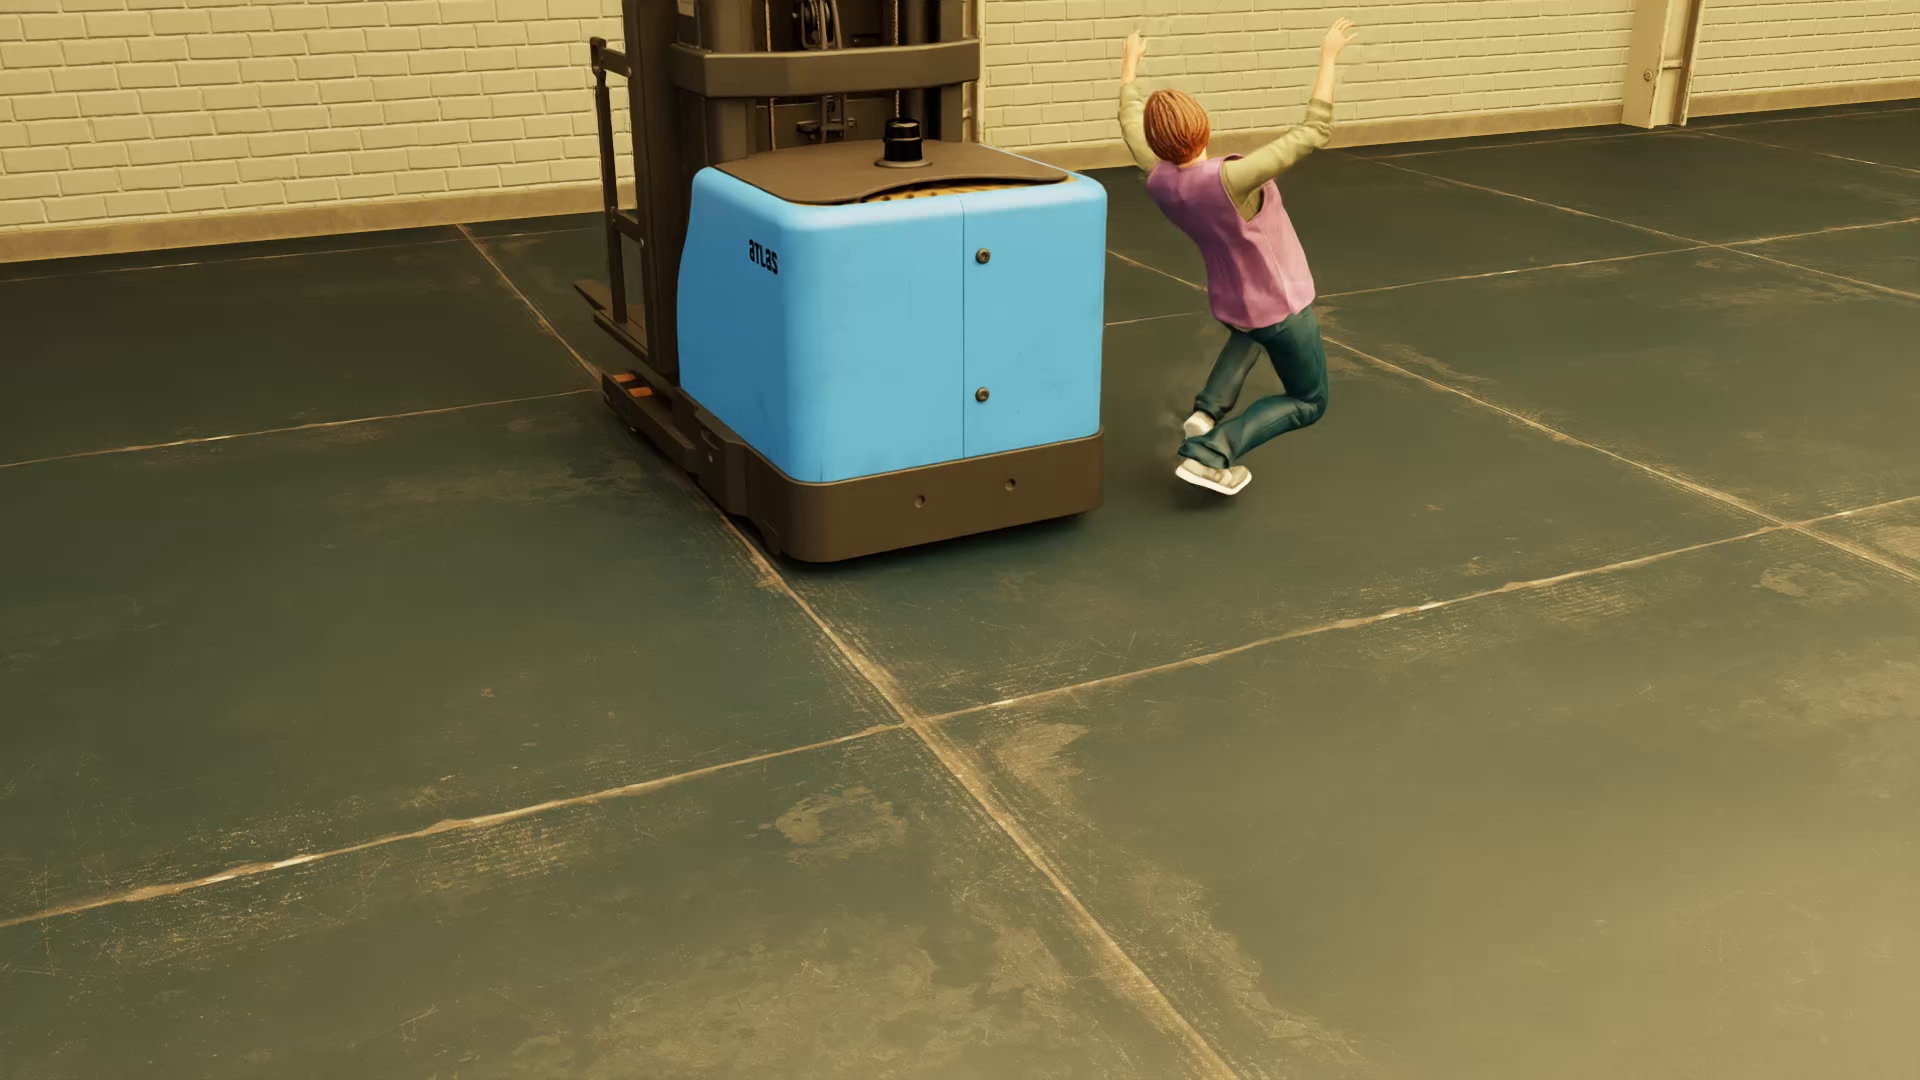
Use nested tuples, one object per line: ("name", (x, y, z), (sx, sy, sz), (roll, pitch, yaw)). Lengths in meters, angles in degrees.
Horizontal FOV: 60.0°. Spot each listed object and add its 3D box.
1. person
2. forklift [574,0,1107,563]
("person", (0.810, -0.899, 5.323), (0.701, 1.494, 0.884), (-13, 26, -29))
("forklift", (-0.681, -1.815, 5.656), (1.130, 2.935, 3.031), (-11, 25, -25))
